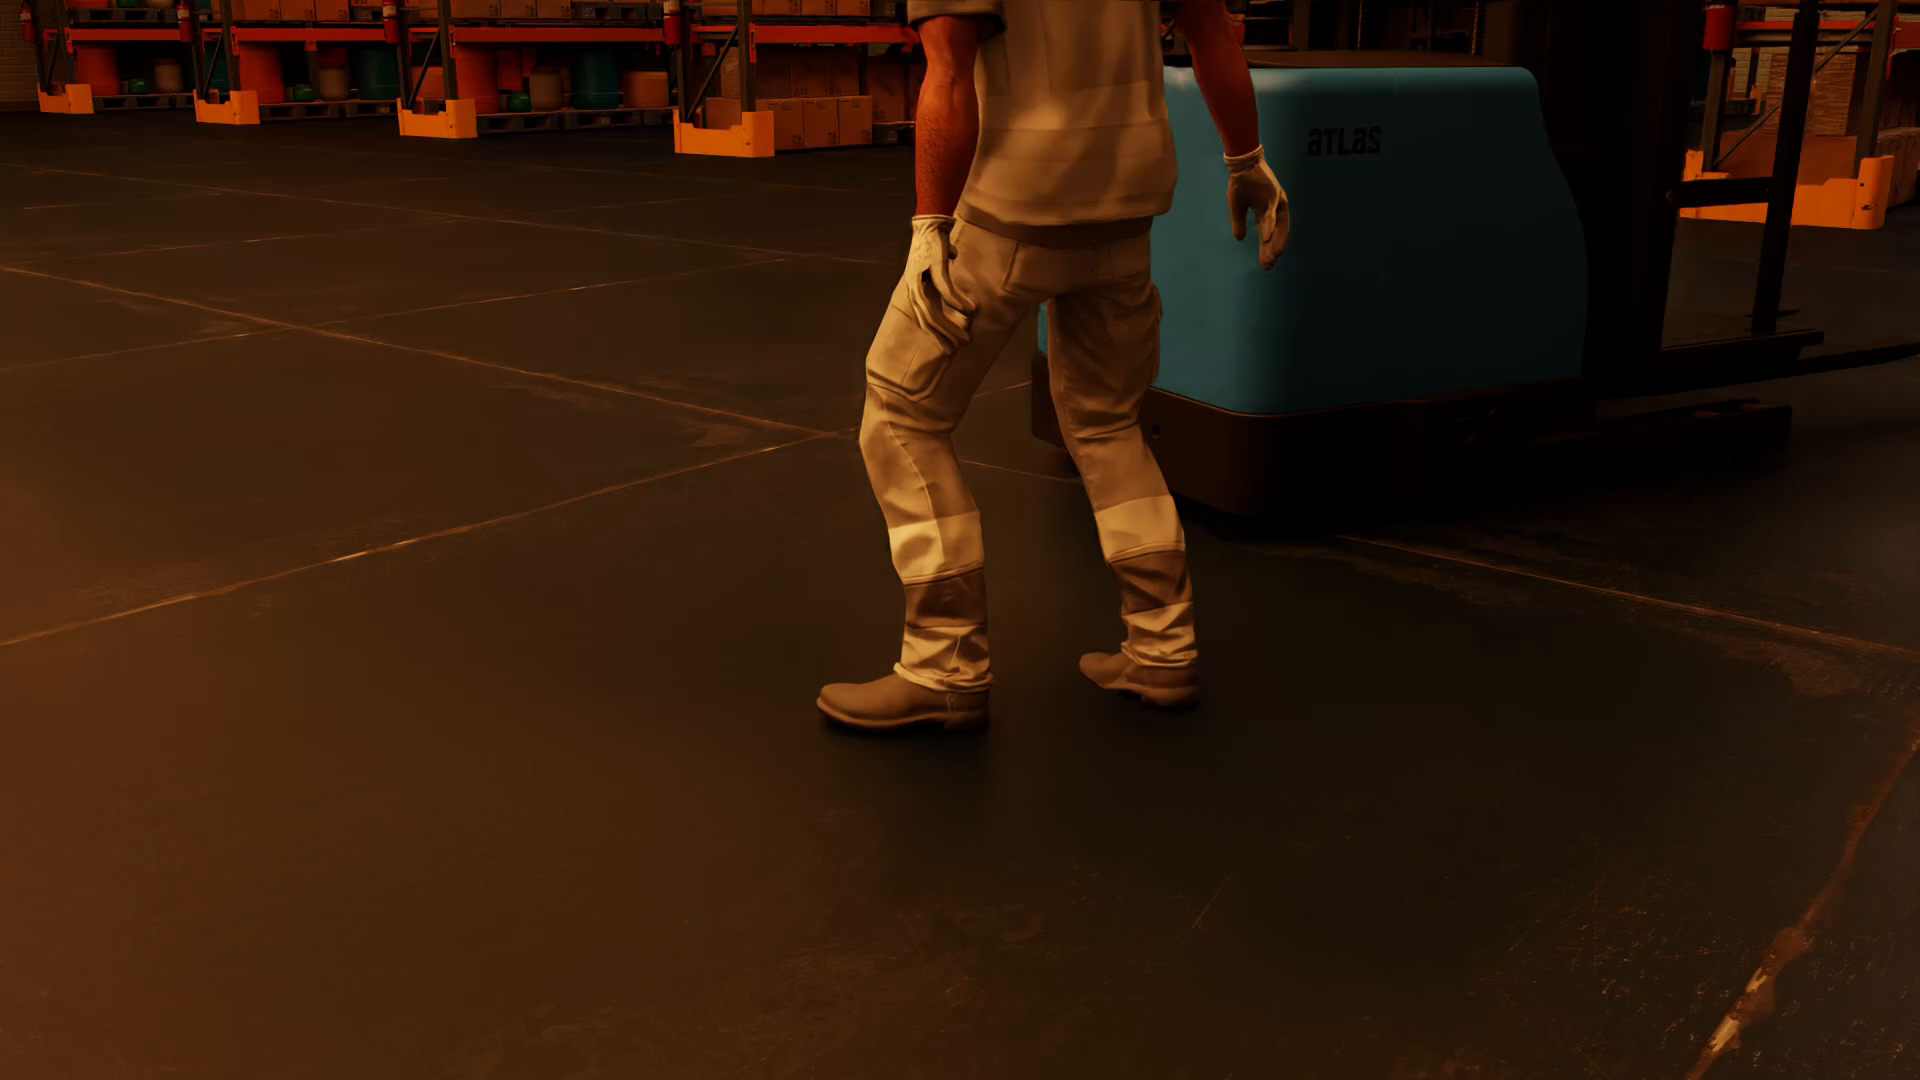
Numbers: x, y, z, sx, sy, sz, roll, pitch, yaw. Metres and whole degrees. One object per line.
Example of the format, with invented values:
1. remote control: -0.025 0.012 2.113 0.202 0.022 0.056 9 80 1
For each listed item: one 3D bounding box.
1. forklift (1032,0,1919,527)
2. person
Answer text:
1. forklift: 1.746 -1.719 4.559 3.031 2.935 1.130 -9 19 -27
2. person: 0.164 -0.547 2.817 0.887 1.750 0.464 -11 20 -31
